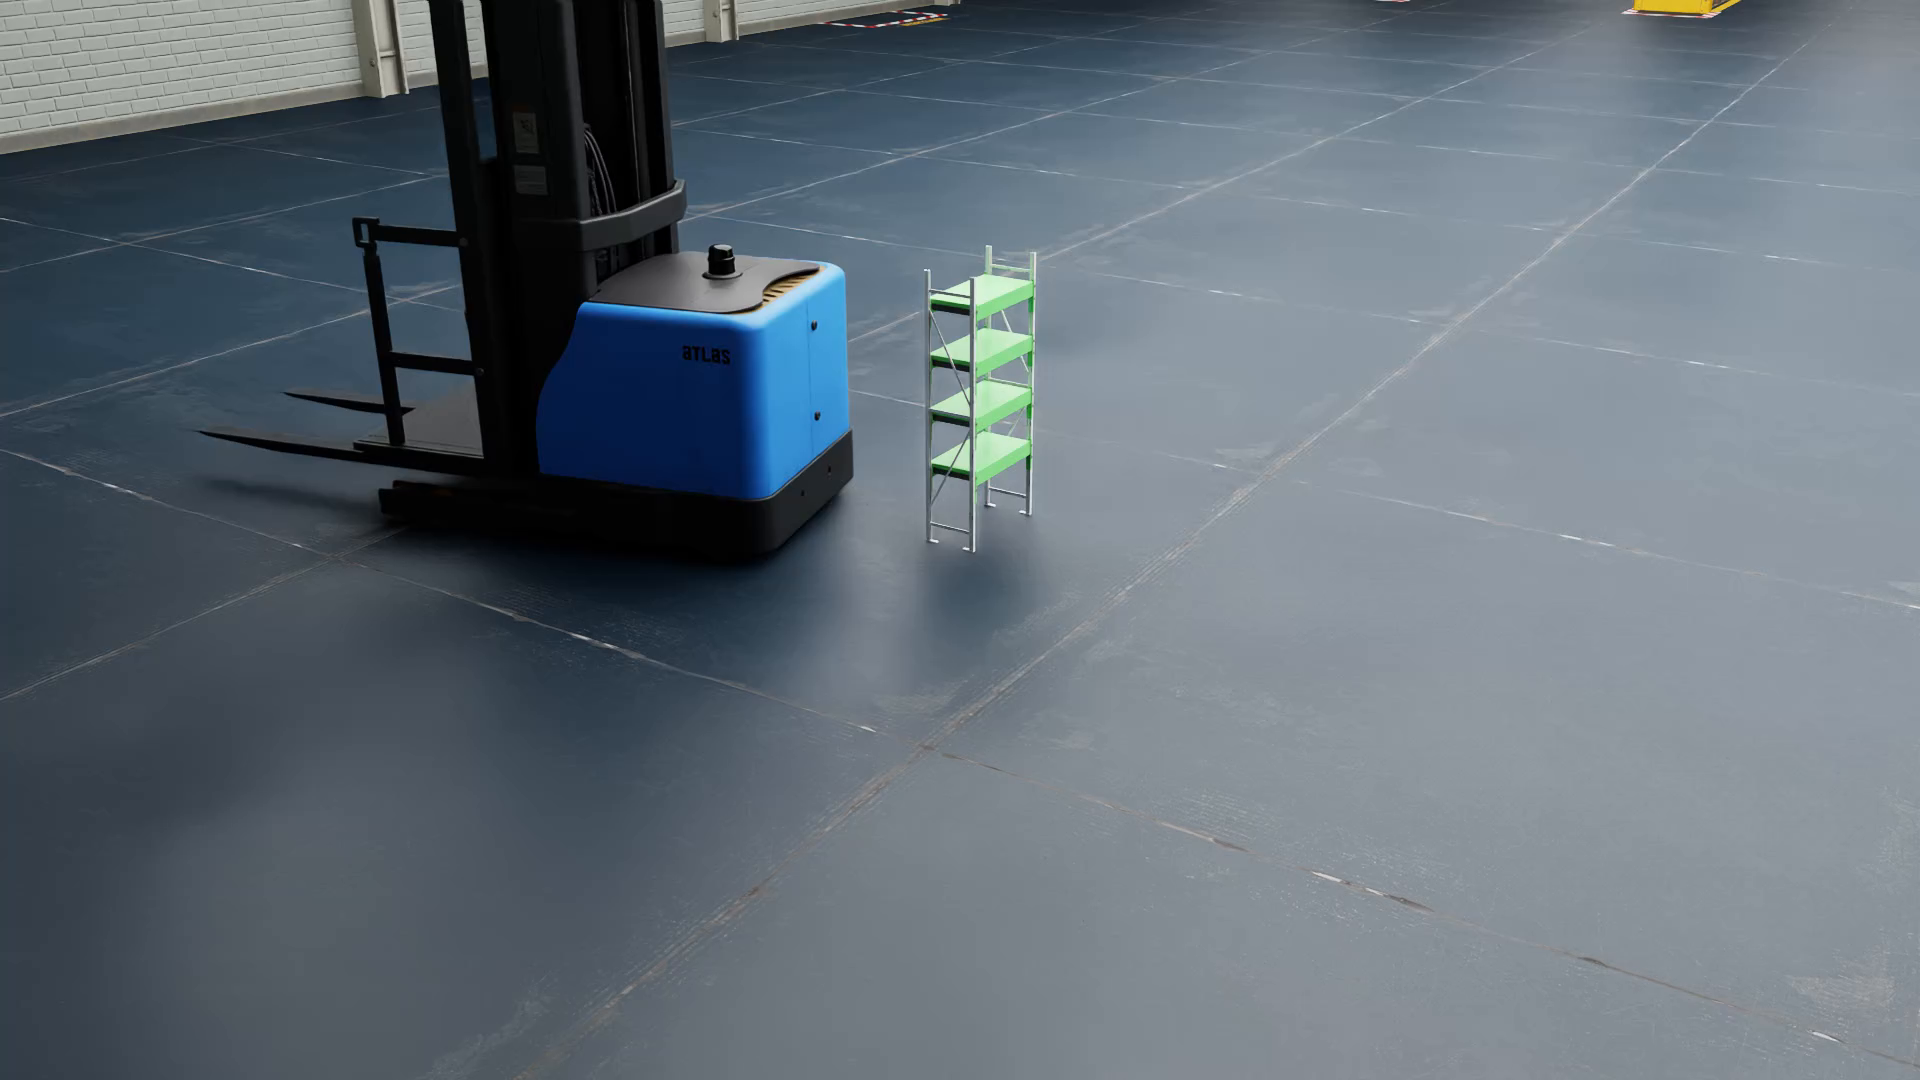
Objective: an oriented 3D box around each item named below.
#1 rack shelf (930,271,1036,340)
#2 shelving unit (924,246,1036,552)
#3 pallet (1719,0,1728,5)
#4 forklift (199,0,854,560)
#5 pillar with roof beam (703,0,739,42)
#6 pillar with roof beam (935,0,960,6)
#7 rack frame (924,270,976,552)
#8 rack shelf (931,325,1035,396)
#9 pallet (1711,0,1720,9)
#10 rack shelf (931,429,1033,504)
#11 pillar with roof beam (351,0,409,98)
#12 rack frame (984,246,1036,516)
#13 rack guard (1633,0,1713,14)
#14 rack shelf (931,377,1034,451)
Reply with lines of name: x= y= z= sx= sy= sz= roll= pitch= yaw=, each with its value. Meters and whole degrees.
rack shelf: x=0.087 y=-0.988 z=6.975 sx=0.258 sy=0.148 sz=0.480 roll=14 pitch=27 yaw=29
shelving unit: x=0.087 y=-0.606 z=7.141 sx=0.258 sy=1.200 sz=0.503 roll=14 pitch=27 yaw=29
pallet: x=12.796 y=-9.493 z=28.914 sx=1.003 sy=0.211 sz=1.213 roll=14 pitch=27 yaw=29
forklift: x=-2.071 y=-1.594 z=7.244 sx=3.031 sy=2.935 sz=1.130 roll=7 pitch=25 yaw=17
pillar with roof beam: x=0.263 y=-10.349 z=19.828 sx=9.100 sy=9.000 sz=0.400 roll=14 pitch=27 yaw=29
pillar with roof beam: x=3.428 y=-12.374 z=24.506 sx=9.100 sy=9.000 sz=0.400 roll=14 pitch=27 yaw=29
rack frame: x=-0.041 y=-0.524 z=6.950 sx=0.240 sy=1.200 sz=0.015 roll=14 pitch=27 yaw=29
rack shelf: x=0.087 y=-0.768 z=7.071 sx=0.258 sy=0.148 sz=0.480 roll=14 pitch=27 yaw=29
pallet: x=12.151 y=-9.083 z=27.966 sx=1.003 sy=0.211 sz=1.213 roll=14 pitch=27 yaw=29
rack shelf: x=0.087 y=-0.328 z=7.261 sx=0.258 sy=0.148 sz=0.480 roll=14 pitch=27 yaw=29
pillar with roof beam: x=-2.902 y=-8.324 z=15.151 sx=9.100 sy=9.000 sz=0.400 roll=14 pitch=27 yaw=29
rack frame: x=0.216 y=-0.689 z=7.331 sx=0.240 sy=1.200 sz=0.015 roll=14 pitch=27 yaw=29
rack guard: x=11.718 y=-8.943 z=27.278 sx=1.175 sy=0.500 sz=0.348 roll=14 pitch=27 yaw=29
rack shelf: x=0.087 y=-0.548 z=7.166 sx=0.258 sy=0.148 sz=0.480 roll=14 pitch=27 yaw=29
